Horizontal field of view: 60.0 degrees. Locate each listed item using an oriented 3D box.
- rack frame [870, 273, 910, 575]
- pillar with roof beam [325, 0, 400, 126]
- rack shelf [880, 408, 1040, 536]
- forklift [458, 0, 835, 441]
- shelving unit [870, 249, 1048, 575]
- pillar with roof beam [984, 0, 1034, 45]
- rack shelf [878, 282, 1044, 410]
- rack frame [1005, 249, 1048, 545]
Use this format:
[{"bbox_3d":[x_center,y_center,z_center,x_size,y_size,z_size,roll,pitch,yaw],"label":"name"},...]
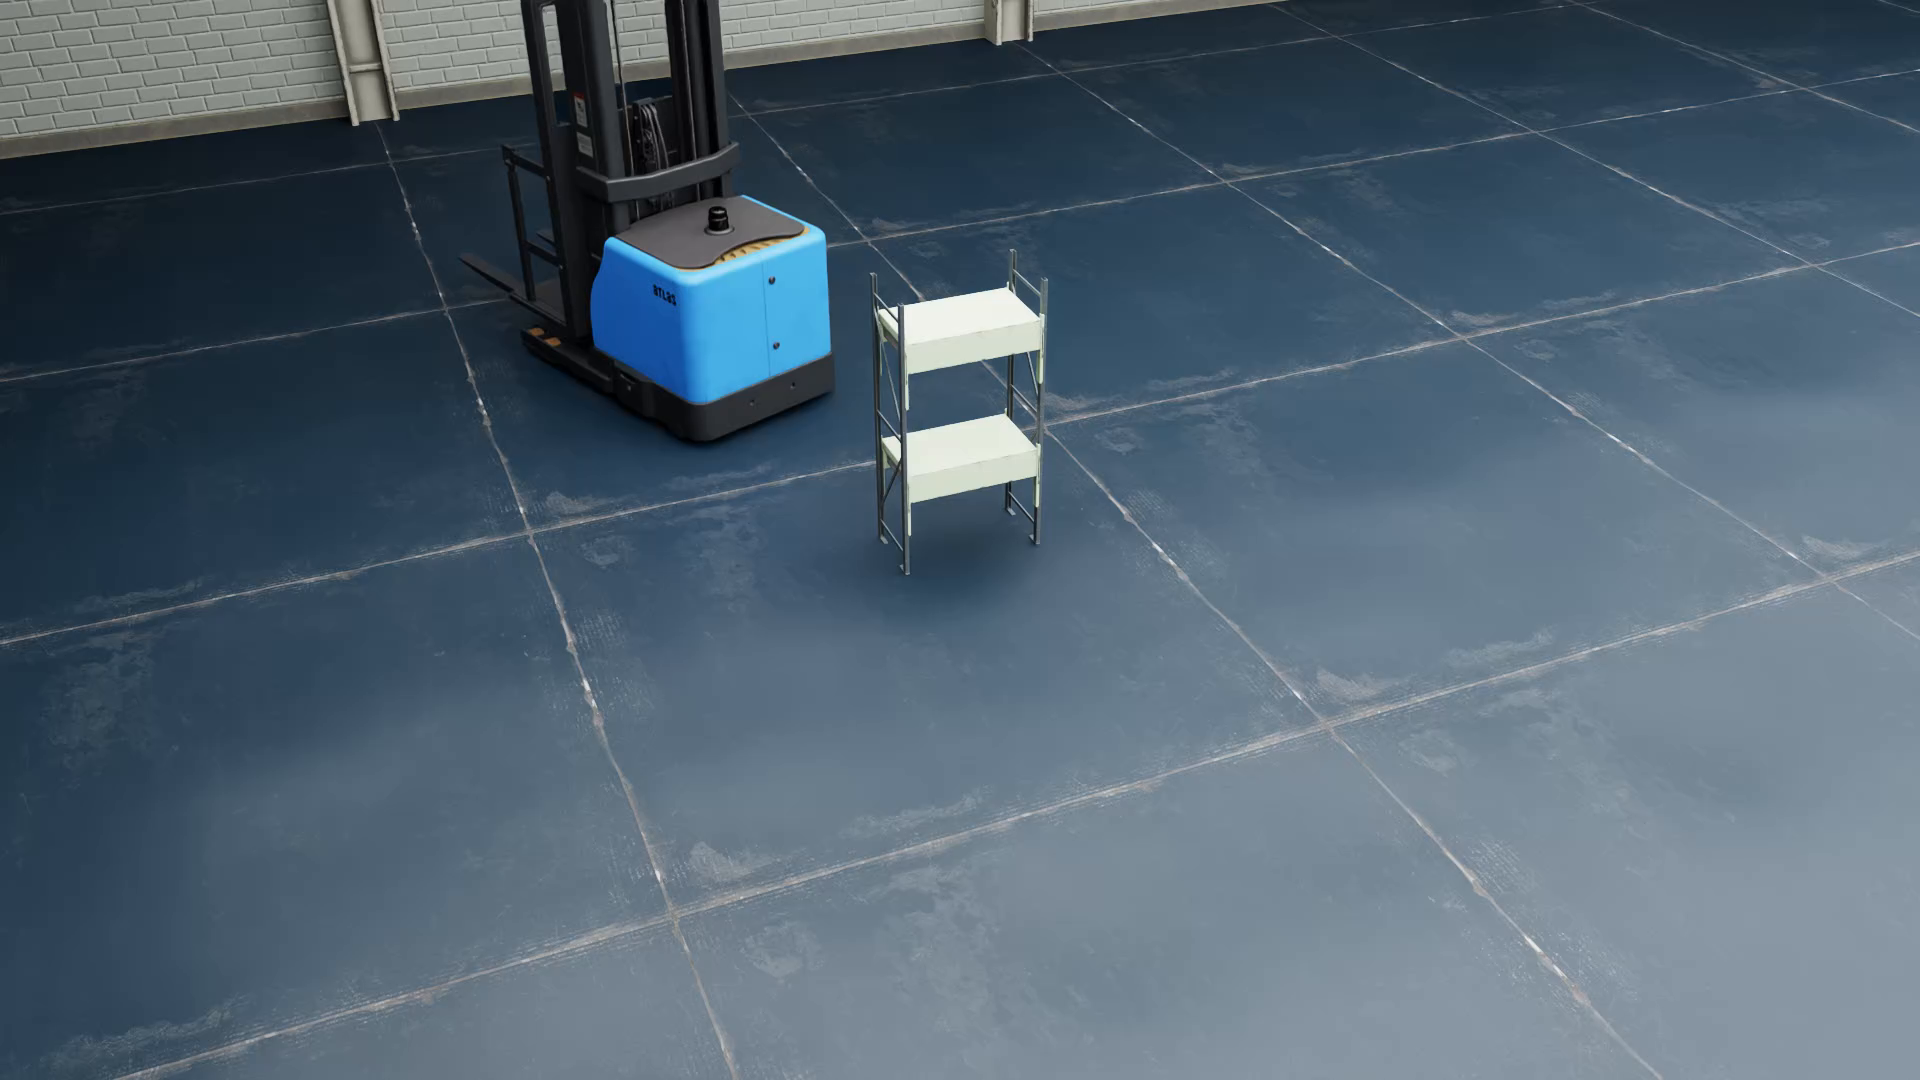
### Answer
[{"bbox_3d":[-0.344,-0.550,8.220,0.023,1.500,0.400,-13,35,-19],"label":"rack frame"},{"bbox_3d":[-3.391,-5.256,8.577,0.400,9.000,9.100,-13,35,-19],"label":"pillar with roof beam"},{"bbox_3d":[-0.006,-0.354,8.517,0.720,0.370,0.431,-13,35,-19],"label":"rack shelf"},{"bbox_3d":[-2.133,-2.503,9.909,1.130,2.935,3.031,-27,42,-35],"label":"forklift"},{"bbox_3d":[-0.006,-0.627,8.339,0.755,1.500,0.431,-13,35,-19],"label":"shelving unit"},{"bbox_3d":[2.141,-6.523,10.523,0.400,9.000,9.100,-13,35,-19],"label":"pillar with roof beam"},{"bbox_3d":[-0.006,-0.954,8.126,0.720,0.370,0.431,-13,35,-19],"label":"rack shelf"},{"bbox_3d":[0.331,-0.704,8.458,0.023,1.500,0.400,-13,35,-19],"label":"rack frame"}]
